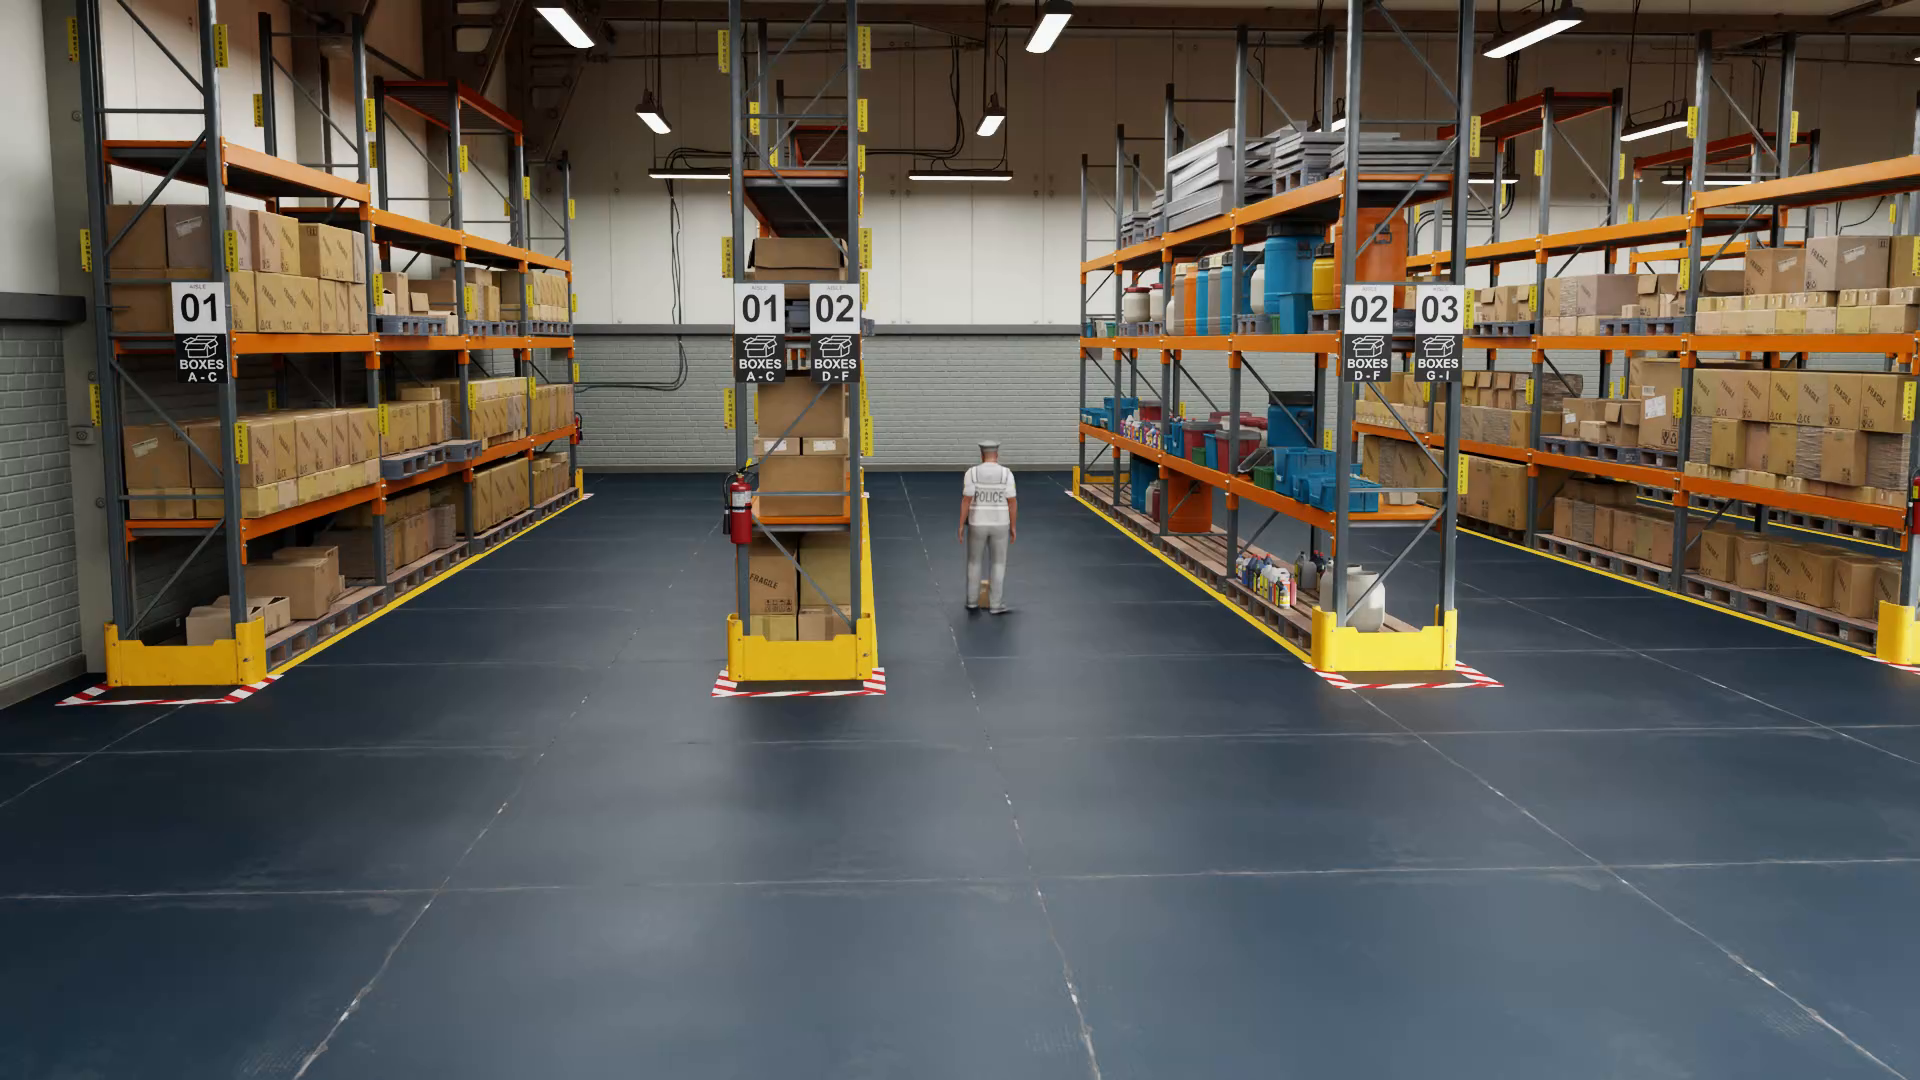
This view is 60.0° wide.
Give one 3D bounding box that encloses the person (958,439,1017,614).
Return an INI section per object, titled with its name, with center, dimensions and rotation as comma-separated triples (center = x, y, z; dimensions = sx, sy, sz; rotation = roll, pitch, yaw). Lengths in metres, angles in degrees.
[person]
center = 0.279, -0.151, 16.888
dimensions = 0.599, 1.747, 0.643
rotation = 0, 7, 1
